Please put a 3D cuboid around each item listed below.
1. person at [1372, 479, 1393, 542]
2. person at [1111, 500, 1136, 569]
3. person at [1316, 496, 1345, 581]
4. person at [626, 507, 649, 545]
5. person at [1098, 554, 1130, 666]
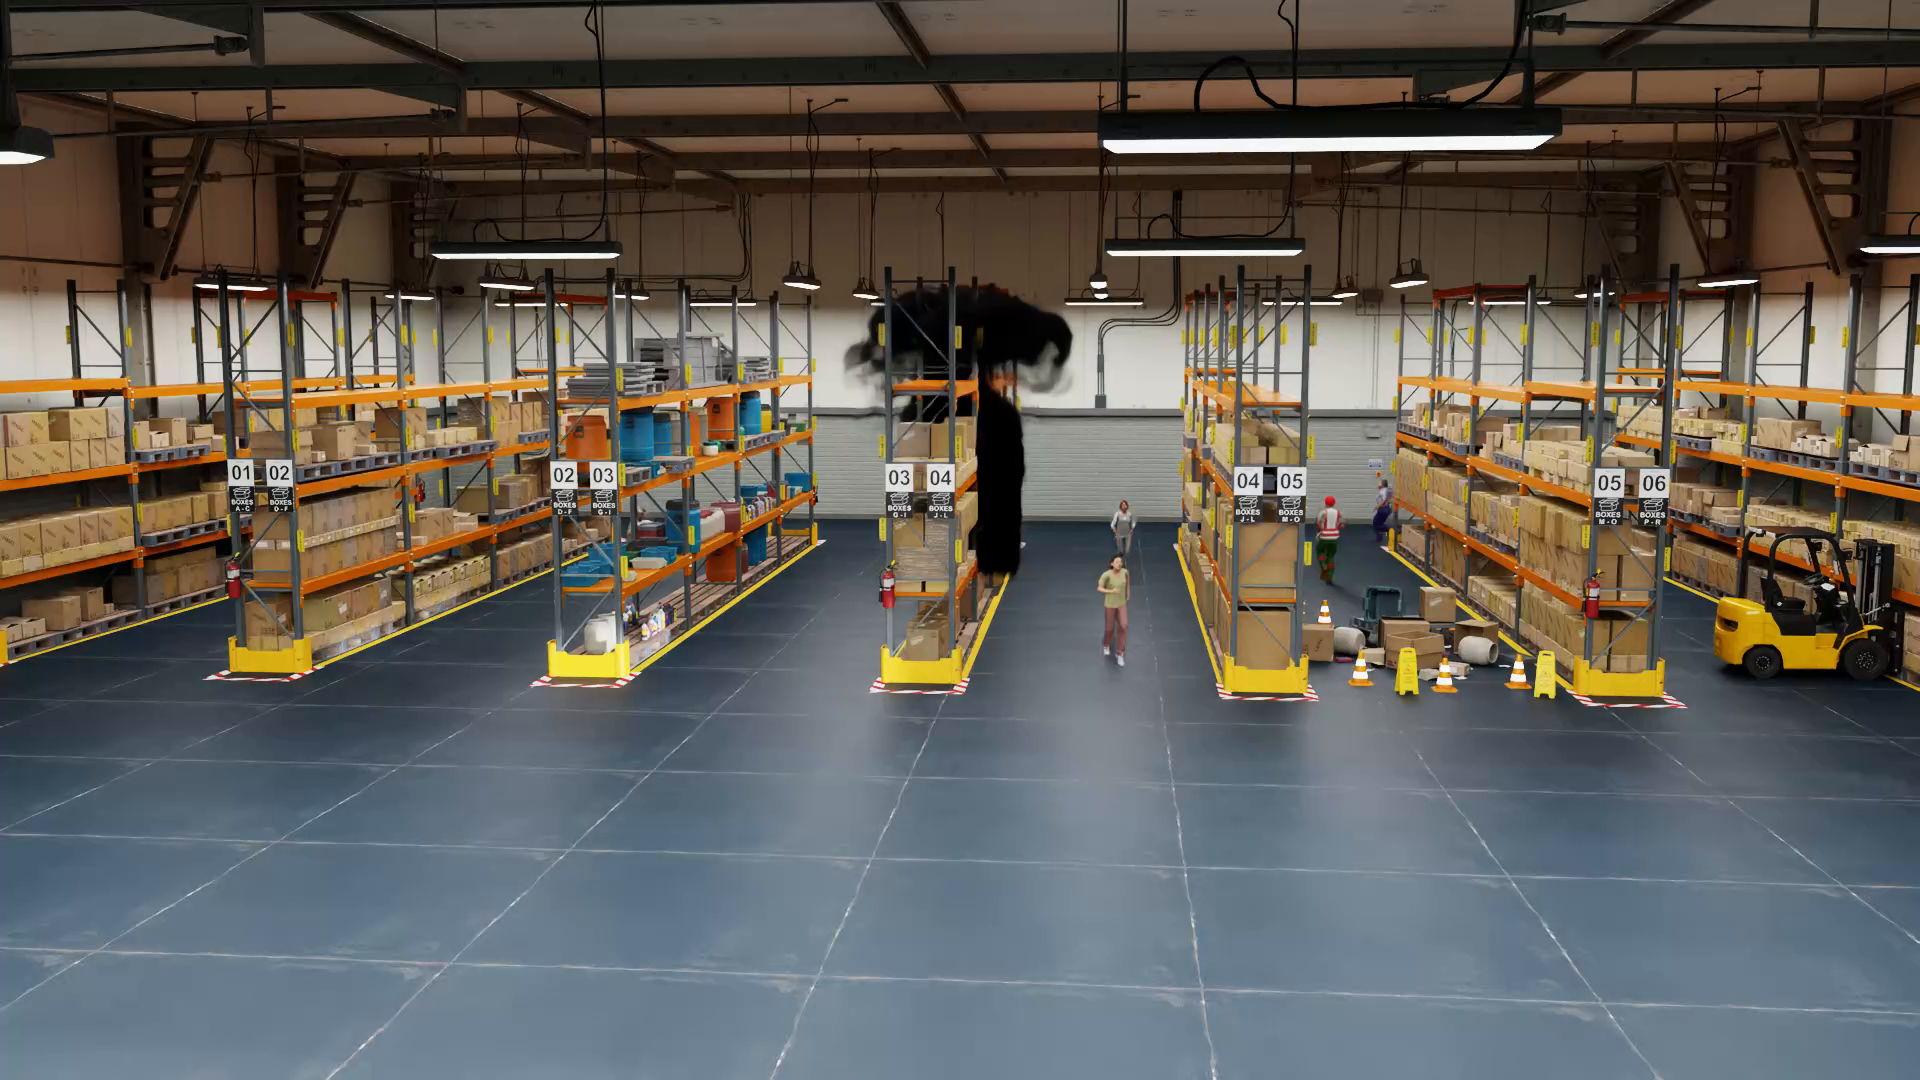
[{"bbox_3d":[10.339,-0.688,40.484,0.681,1.596,0.647,3,8,26],"label":"person"},{"bbox_3d":[3.493,-0.069,35.536,0.536,1.564,0.576,-1,7,-5],"label":"person"},{"bbox_3d":[7.618,-0.048,34.402,0.659,1.744,0.578,-1,7,-5],"label":"person"},{"bbox_3d":[-6.397,0.156,33.284,0.582,1.665,0.578,0,7,-1],"label":"person"},{"bbox_3d":[2.386,1.052,25.816,0.599,1.707,0.896,-2,7,-15],"label":"person"}]
